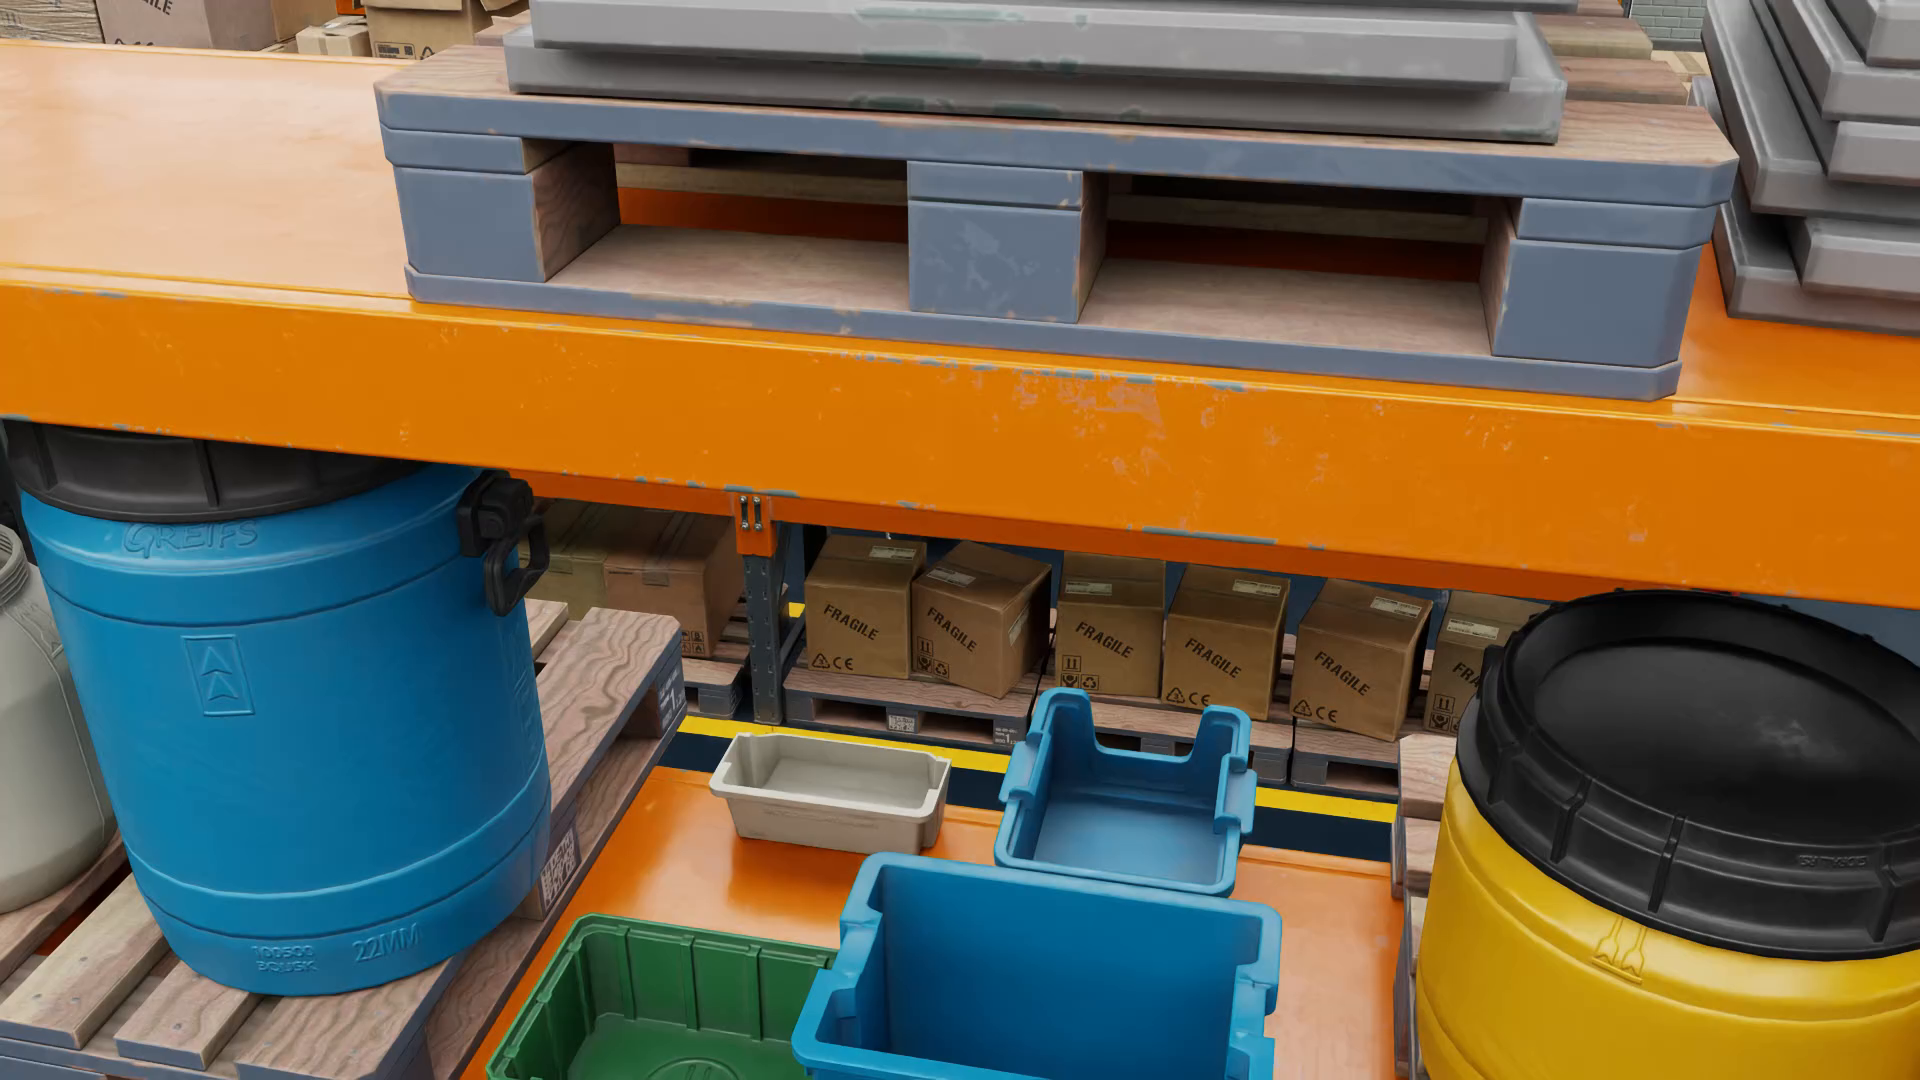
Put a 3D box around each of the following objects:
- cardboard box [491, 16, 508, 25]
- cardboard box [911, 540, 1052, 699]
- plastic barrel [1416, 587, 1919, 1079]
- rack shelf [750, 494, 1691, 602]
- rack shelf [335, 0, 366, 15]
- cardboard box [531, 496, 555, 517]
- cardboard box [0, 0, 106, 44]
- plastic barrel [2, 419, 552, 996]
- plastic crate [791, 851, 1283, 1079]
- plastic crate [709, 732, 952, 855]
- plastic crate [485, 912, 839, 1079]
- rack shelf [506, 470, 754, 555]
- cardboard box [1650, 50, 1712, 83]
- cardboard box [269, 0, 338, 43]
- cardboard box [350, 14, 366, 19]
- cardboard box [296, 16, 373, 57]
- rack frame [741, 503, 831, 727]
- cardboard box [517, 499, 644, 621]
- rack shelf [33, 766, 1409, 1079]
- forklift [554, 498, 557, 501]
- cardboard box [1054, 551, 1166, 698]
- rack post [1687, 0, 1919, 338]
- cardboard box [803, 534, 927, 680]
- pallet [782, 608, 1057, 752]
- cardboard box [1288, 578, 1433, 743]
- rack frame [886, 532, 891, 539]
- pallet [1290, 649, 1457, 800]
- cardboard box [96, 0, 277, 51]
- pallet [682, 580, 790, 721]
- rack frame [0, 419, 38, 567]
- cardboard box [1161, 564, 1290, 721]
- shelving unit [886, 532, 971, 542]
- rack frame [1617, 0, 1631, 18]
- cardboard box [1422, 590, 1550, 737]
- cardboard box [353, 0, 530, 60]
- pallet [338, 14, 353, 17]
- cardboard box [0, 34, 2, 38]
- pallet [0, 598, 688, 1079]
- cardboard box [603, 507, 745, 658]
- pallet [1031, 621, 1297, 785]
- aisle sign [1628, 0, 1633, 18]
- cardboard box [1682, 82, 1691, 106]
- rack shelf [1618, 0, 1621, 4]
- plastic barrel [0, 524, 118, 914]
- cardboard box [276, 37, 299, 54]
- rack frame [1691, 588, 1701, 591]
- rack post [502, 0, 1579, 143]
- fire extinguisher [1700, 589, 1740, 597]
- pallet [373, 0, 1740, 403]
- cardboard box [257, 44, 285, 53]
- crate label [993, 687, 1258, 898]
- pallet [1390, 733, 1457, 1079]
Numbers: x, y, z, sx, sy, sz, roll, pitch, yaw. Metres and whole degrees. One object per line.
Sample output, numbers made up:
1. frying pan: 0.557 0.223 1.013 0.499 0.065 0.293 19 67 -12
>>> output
1. cardboard box: -1.779 -2.135 7.106 0.258 0.266 0.396 7 29 12
2. cardboard box: 0.106 0.378 8.102 0.500 0.500 0.500 16 32 26
3. plastic barrel: 0.897 0.443 2.060 0.600 0.588 0.600 0 29 0
4. rack shelf: 1.117 -0.131 7.615 4.000 0.370 1.077 6 29 11
5. rack shelf: -4.637 -5.587 17.581 4.000 0.370 1.077 6 29 11
6. cardboard box: -2.444 0.072 8.640 0.500 0.500 0.700 3 29 6
7. cardboard box: -3.849 -2.407 7.274 0.500 0.500 0.500 6 29 11
8. plastic barrel: -0.922 0.109 2.344 0.708 0.901 0.600 6 29 11
9. plastic crate: 0.111 0.722 2.202 0.575 0.384 0.392 6 29 11
10. plastic crate: -0.219 0.450 2.955 0.396 0.136 0.243 6 29 11
11. plastic crate: -0.387 0.742 2.368 0.450 0.188 0.336 6 29 11
12. rack shelf: -2.795 -0.532 8.347 4.000 0.370 1.077 6 29 11
13. cardboard box: 2.852 -1.807 6.544 0.250 0.149 0.380 6 29 10
14. cardboard box: -3.247 -2.594 7.615 0.500 0.500 0.500 6 29 11
15. cardboard box: -5.970 -5.331 18.139 0.875 0.875 0.875 7 29 12
16. cardboard box: -2.693 -2.186 7.301 0.250 0.166 0.380 5 29 9
17. rack frame: -0.839 -0.647 7.808 0.127 3.000 1.000 6 29 11
18. cardboard box: -1.897 0.128 8.537 0.500 0.500 0.700 6 29 10
19. rack shelf: 0.083 0.879 2.646 4.000 0.370 1.077 6 29 11
20. forklift: -3.213 -1.821 10.025 3.031 2.935 1.130 9 30 15
21. cardboard box: 0.729 0.403 8.055 0.500 0.500 0.500 3 29 6
22. rack post: 1.326 -0.468 1.754 0.954 0.300 0.937 9 30 16
23. cardboard box: -0.456 0.324 8.200 0.500 0.500 0.500 5 29 9
24. pallet: -0.175 0.627 8.385 1.213 0.211 1.003 6 29 11
25. cardboard box: 1.874 0.552 7.784 0.500 0.500 0.500 14 32 24
26. rack frame: -0.400 -0.567 9.537 0.015 1.200 0.240 6 29 11
27. pallet: 2.212 0.871 7.938 1.213 0.211 1.003 6 29 11
28. cardboard box: -3.356 -2.359 7.188 0.500 0.500 0.500 5 29 9
29. pallet: -1.600 0.499 8.619 1.213 0.211 1.003 6 29 11
30. rack frame: -1.873 -0.953 2.119 0.127 3.000 1.000 6 29 11
31. cardboard box: 1.266 0.480 7.915 0.500 0.500 0.500 9 30 15
32. shelving unit: -0.162 -0.543 9.492 0.503 1.200 0.258 6 29 11
33. rack frame: 4.208 -2.565 11.312 0.127 3.000 1.000 6 29 11
34. cardboard box: 2.466 0.596 7.704 0.500 0.500 0.500 11 31 20
35. cardboard box: -2.199 -2.380 7.305 0.637 0.503 0.797 7 29 13
36. pallet: -8.618 -7.526 23.277 1.213 0.211 1.003 6 29 11
37. cardboard box: -4.345 -2.459 7.370 0.500 0.500 0.500 6 29 11
38. pallet: -1.147 0.473 2.836 1.003 0.211 1.213 6 29 11
39. cardboard box: -1.435 0.185 8.434 0.500 0.500 0.700 4 29 7
40. pallet: 1.022 0.748 8.164 1.213 0.211 1.003 6 29 11
41. aisle sign: 4.214 -3.557 10.417 0.004 0.787 0.394 6 29 11
42. cardboard box: 2.736 -1.552 6.079 0.250 0.149 0.380 6 29 11
43. rack shelf: 2.252 -3.766 11.131 4.000 0.370 1.077 6 29 11
44. plastic barrel: -1.493 0.265 2.464 0.421 0.512 0.421 0 29 0
45. cardboard box: -3.256 -2.271 7.806 0.500 0.250 0.500 7 29 12
46. rack frame: 3.073 -0.246 7.076 0.127 3.000 1.000 6 29 11
47. rack post: 0.137 -0.698 1.733 0.954 0.300 0.937 5 29 10
48. fire extinguisher: 3.089 0.016 6.678 0.183 0.674 0.296 6 29 11
49. pallet: 0.136 -0.503 1.912 1.213 0.211 1.003 6 29 11
50. cardboard box: -3.337 -2.033 7.372 0.500 0.250 0.500 6 29 12
51. crate label: 0.277 0.487 2.769 0.408 0.251 0.502 6 29 11
52. pallet: 1.250 0.718 2.387 1.213 0.211 1.003 6 29 11
